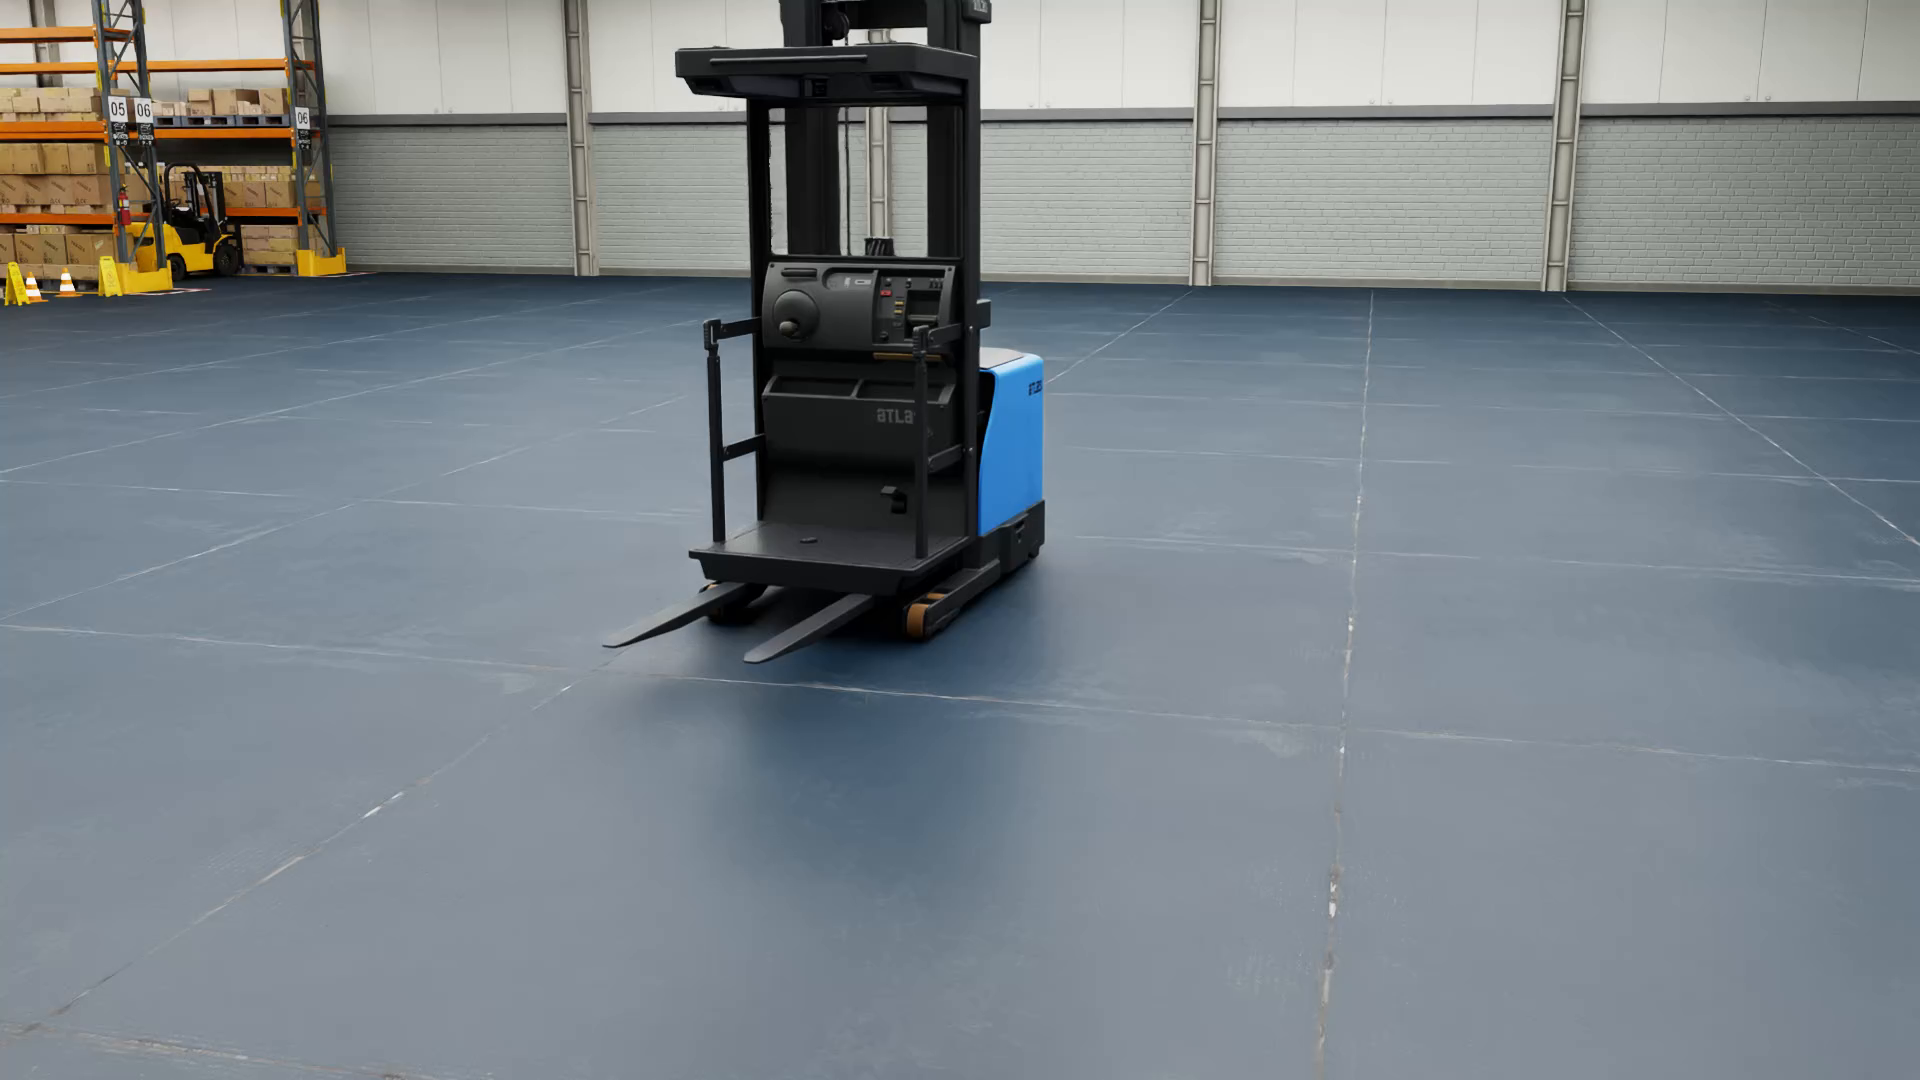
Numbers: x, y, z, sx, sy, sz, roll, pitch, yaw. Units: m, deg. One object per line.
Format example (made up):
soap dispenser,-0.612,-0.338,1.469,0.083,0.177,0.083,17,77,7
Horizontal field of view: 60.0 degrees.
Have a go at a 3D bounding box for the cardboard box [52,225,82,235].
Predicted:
cardboard box,-15.089,-5.244,28.095,0.250,0.149,0.380,3,13,15

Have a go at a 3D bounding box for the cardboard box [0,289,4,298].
cardboard box,-15.632,-3.959,26.733,0.250,0.149,0.380,12,17,43

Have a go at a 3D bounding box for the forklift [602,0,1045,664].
forklift,-0.539,-1.092,7.388,1.130,2.935,3.031,5,13,20

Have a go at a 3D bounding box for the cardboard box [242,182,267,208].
cardboard box,-13.733,-6.799,32.723,0.500,0.500,0.500,3,13,15

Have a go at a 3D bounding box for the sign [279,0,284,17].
sign,-12.834,-10.061,31.467,0.005,0.325,0.100,3,13,14

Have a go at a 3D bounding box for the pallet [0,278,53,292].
pallet,-15.911,-4.463,28.863,1.213,0.211,1.003,3,13,14

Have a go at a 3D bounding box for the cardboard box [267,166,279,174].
cardboard box,-13.336,-7.242,32.537,0.250,0.149,0.380,3,13,14

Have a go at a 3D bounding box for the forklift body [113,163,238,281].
forklift body,-14.968,-6.052,31.544,1.214,2.155,2.313,3,13,14

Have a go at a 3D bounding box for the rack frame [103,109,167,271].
rack frame,-13.876,-5.707,28.032,0.127,3.000,1.000,3,13,14

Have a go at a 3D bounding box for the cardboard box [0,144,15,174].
cardboard box,-15.885,-6.458,28.189,0.500,0.500,0.700,3,13,13

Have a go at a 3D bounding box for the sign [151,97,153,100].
sign,-16.442,-8.831,33.810,0.005,0.325,0.100,3,13,14

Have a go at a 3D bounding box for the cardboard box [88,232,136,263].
cardboard box,-14.616,-5.037,28.659,0.500,0.500,0.500,3,13,12

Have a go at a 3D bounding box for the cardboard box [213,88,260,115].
cardboard box,-14.149,-8.564,32.552,0.500,0.500,0.700,3,13,14

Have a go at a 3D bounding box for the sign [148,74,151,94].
sign,-13.746,-7.712,28.127,0.005,0.325,0.100,3,13,14

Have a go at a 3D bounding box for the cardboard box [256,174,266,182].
cardboard box,-13.587,-7.109,32.622,0.250,0.149,0.380,3,13,15

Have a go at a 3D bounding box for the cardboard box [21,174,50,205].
cardboard box,-15.439,-5.925,28.097,0.500,0.500,0.500,3,13,13

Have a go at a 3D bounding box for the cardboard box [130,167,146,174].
cardboard box,-16.335,-7.390,33.204,0.250,0.149,0.380,3,13,15

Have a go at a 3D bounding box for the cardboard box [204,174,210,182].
cardboard box,-14.831,-7.168,32.888,0.250,0.149,0.380,3,13,12

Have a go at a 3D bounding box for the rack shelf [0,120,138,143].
rack shelf,-15.818,-6.924,28.253,4.000,0.370,1.077,3,13,14

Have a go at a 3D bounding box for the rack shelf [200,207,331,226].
rack shelf,-14.632,-6.504,33.283,4.000,0.370,1.077,3,13,14

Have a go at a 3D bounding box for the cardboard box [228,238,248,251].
cardboard box,-14.228,-5.868,32.982,0.500,0.250,0.500,3,13,12

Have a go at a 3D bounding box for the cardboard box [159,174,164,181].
cardboard box,-15.816,-7.232,33.175,0.250,0.149,0.380,3,13,13

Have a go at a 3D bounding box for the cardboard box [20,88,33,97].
cardboard box,-15.486,-7.482,27.845,0.250,0.149,0.380,3,13,12

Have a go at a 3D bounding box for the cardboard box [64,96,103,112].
cardboard box,-14.437,-7.213,27.555,0.500,0.250,0.500,3,13,13

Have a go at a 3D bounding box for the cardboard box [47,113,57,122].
cardboard box,-15.019,-7.063,27.797,0.250,0.149,0.380,3,13,14

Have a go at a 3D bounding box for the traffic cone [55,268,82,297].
traffic cone,-14.603,-4.220,27.185,0.334,0.463,0.336,3,13,14

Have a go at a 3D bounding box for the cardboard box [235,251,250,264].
cardboard box,-14.186,-5.627,33.051,0.500,0.250,0.500,3,13,14

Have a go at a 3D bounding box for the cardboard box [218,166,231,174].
cardboard box,-14.352,-7.281,32.712,0.250,0.149,0.380,3,13,15

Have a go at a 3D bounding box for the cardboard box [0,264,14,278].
cardboard box,-16.215,-4.638,28.590,0.500,0.250,0.500,3,13,13

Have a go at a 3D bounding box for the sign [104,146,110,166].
sign,-14.028,-6.311,27.351,0.005,0.325,0.100,3,13,14

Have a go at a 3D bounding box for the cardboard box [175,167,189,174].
cardboard box,-15.326,-7.342,32.985,0.250,0.149,0.380,3,13,13

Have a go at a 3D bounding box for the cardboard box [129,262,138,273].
cardboard box,-14.593,-4.670,28.735,0.500,0.250,0.500,3,13,13

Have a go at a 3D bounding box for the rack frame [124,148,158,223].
rack frame,-16.574,-6.959,33.673,0.127,3.000,1.000,3,13,14

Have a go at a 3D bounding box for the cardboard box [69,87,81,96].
cardboard box,-14.516,-7.415,27.544,0.250,0.149,0.380,3,13,15

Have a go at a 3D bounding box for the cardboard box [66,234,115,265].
cardboard box,-14.716,-4.923,28.143,0.500,0.500,0.500,3,13,14

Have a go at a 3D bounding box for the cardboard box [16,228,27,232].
cardboard box,-19.219,-6.144,34.516,0.625,0.625,0.875,3,13,15

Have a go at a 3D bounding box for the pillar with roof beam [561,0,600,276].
pillar with roof beam,-8.357,-8.689,27.621,0.400,9.000,9.100,3,13,14

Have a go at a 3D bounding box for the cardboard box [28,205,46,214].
cardboard box,-15.549,-5.611,28.177,0.250,0.149,0.380,3,13,13

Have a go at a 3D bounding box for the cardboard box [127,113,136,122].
cardboard box,-14.120,-7.134,28.120,0.250,0.149,0.380,3,13,14

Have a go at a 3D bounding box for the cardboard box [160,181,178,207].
cardboard box,-15.696,-6.906,33.205,0.500,0.500,0.500,3,13,15

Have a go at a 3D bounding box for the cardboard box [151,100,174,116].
cardboard box,-15.825,-8.539,32.876,0.500,0.311,0.500,3,13,15

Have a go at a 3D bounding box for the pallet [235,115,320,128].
pallet,-13.371,-8.215,32.612,1.213,0.211,1.003,3,13,14

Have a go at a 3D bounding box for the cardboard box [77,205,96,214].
cardboard box,-14.563,-5.549,27.898,0.250,0.149,0.380,3,13,13

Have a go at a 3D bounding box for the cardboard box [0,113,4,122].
cardboard box,-16.016,-7.108,28.002,0.250,0.149,0.380,3,13,14
